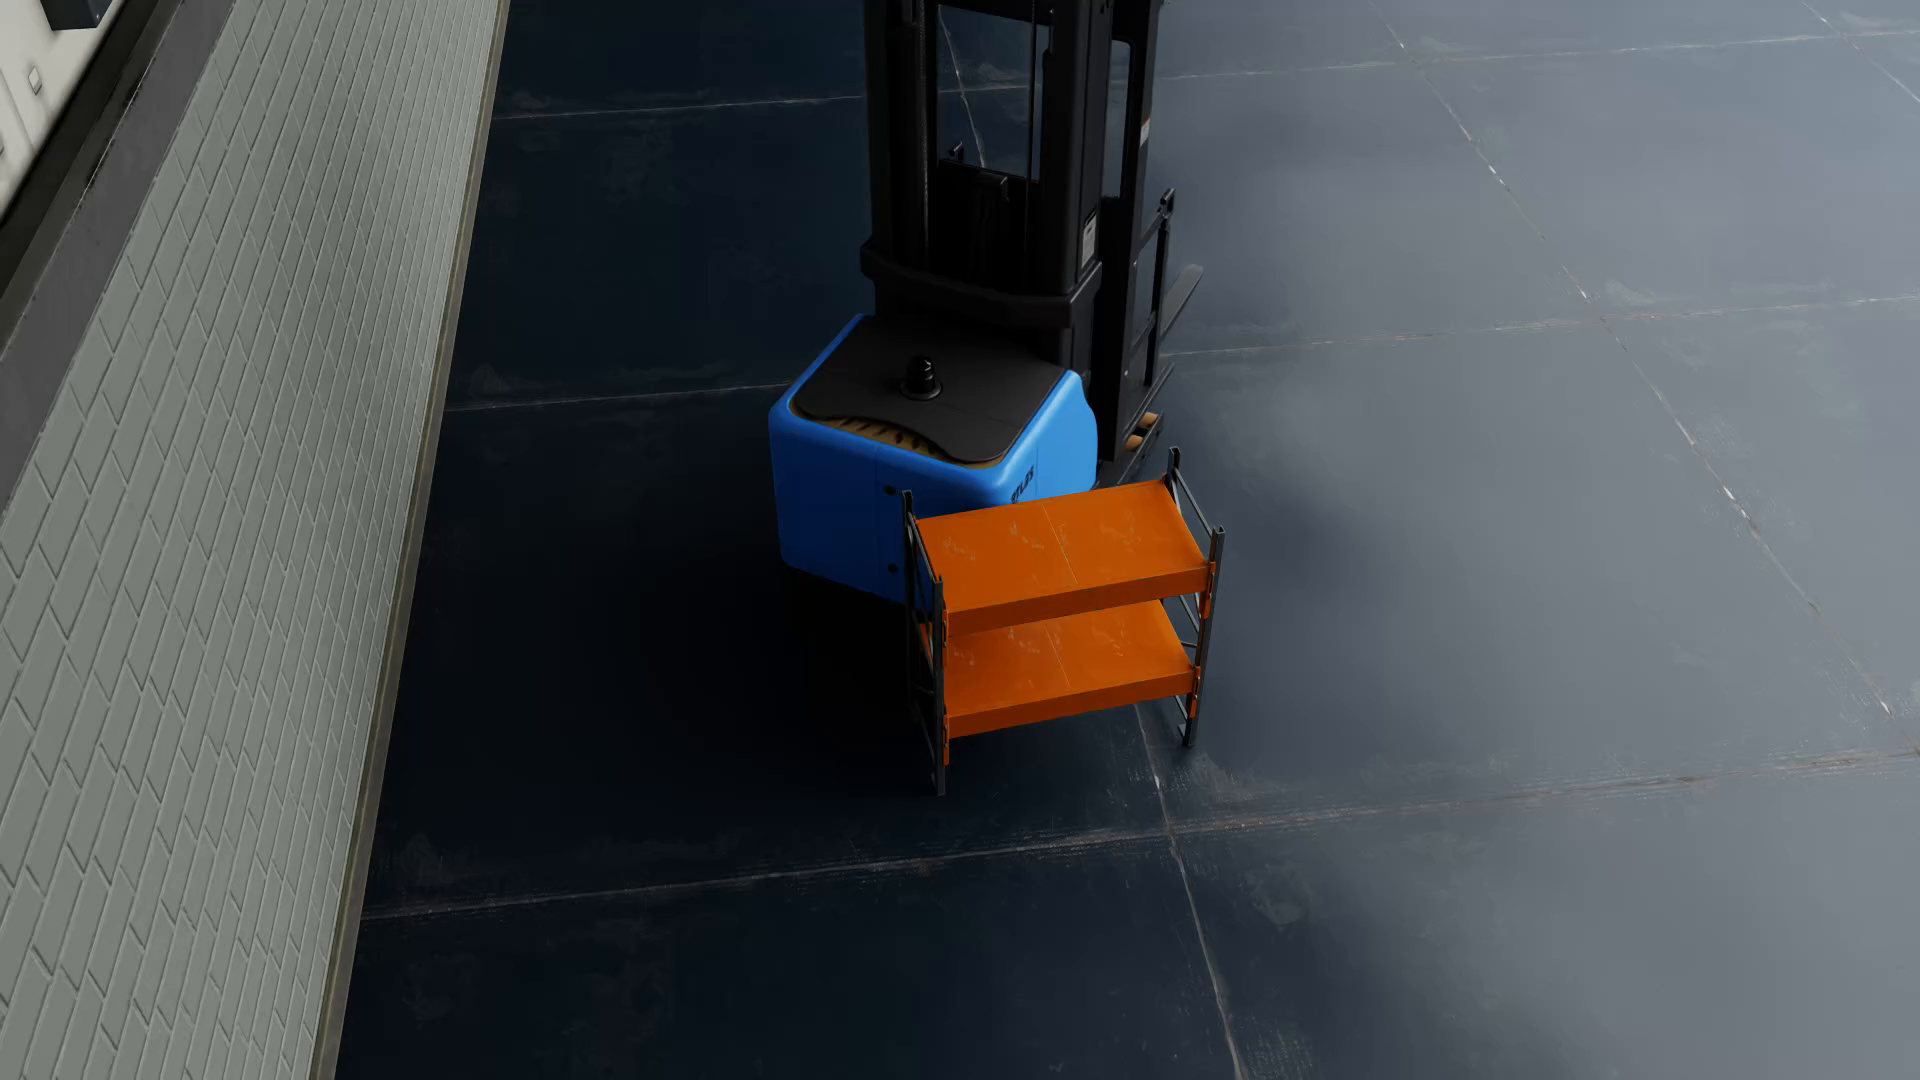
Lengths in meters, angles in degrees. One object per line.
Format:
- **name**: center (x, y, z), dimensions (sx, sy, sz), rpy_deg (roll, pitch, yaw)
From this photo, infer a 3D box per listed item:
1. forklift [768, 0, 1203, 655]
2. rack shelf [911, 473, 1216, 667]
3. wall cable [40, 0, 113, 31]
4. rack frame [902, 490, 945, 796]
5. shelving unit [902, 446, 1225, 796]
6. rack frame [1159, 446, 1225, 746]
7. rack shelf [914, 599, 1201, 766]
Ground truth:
- **forklift**: center (0.325, -1.534, 6.978), dimensions (1.130, 2.935, 3.031), rpy_deg (18, 45, 19)
- **rack shelf**: center (0.360, 0.099, 6.078), dimensions (1.000, 0.278, 0.538), rpy_deg (-10, 43, -11)
- **wall cable**: center (-2.303, -4.246, 2.915), dimensions (0.169, 6.003, 2.305), rpy_deg (-5, 42, -6)
- **rack frame**: center (-0.133, 0.400, 6.181), dimensions (0.032, 1.125, 0.500), rpy_deg (-10, 43, -11)
- **shelving unit**: center (0.360, 0.317, 6.274), dimensions (1.048, 1.125, 0.538), rpy_deg (-10, 43, -11)
- **rack frame**: center (0.852, 0.233, 6.367), dimensions (0.032, 1.125, 0.500), rpy_deg (-10, 43, -11)
- **rack shelf**: center (0.360, 0.498, 6.438), dimensions (1.000, 0.278, 0.538), rpy_deg (-10, 43, -11)
